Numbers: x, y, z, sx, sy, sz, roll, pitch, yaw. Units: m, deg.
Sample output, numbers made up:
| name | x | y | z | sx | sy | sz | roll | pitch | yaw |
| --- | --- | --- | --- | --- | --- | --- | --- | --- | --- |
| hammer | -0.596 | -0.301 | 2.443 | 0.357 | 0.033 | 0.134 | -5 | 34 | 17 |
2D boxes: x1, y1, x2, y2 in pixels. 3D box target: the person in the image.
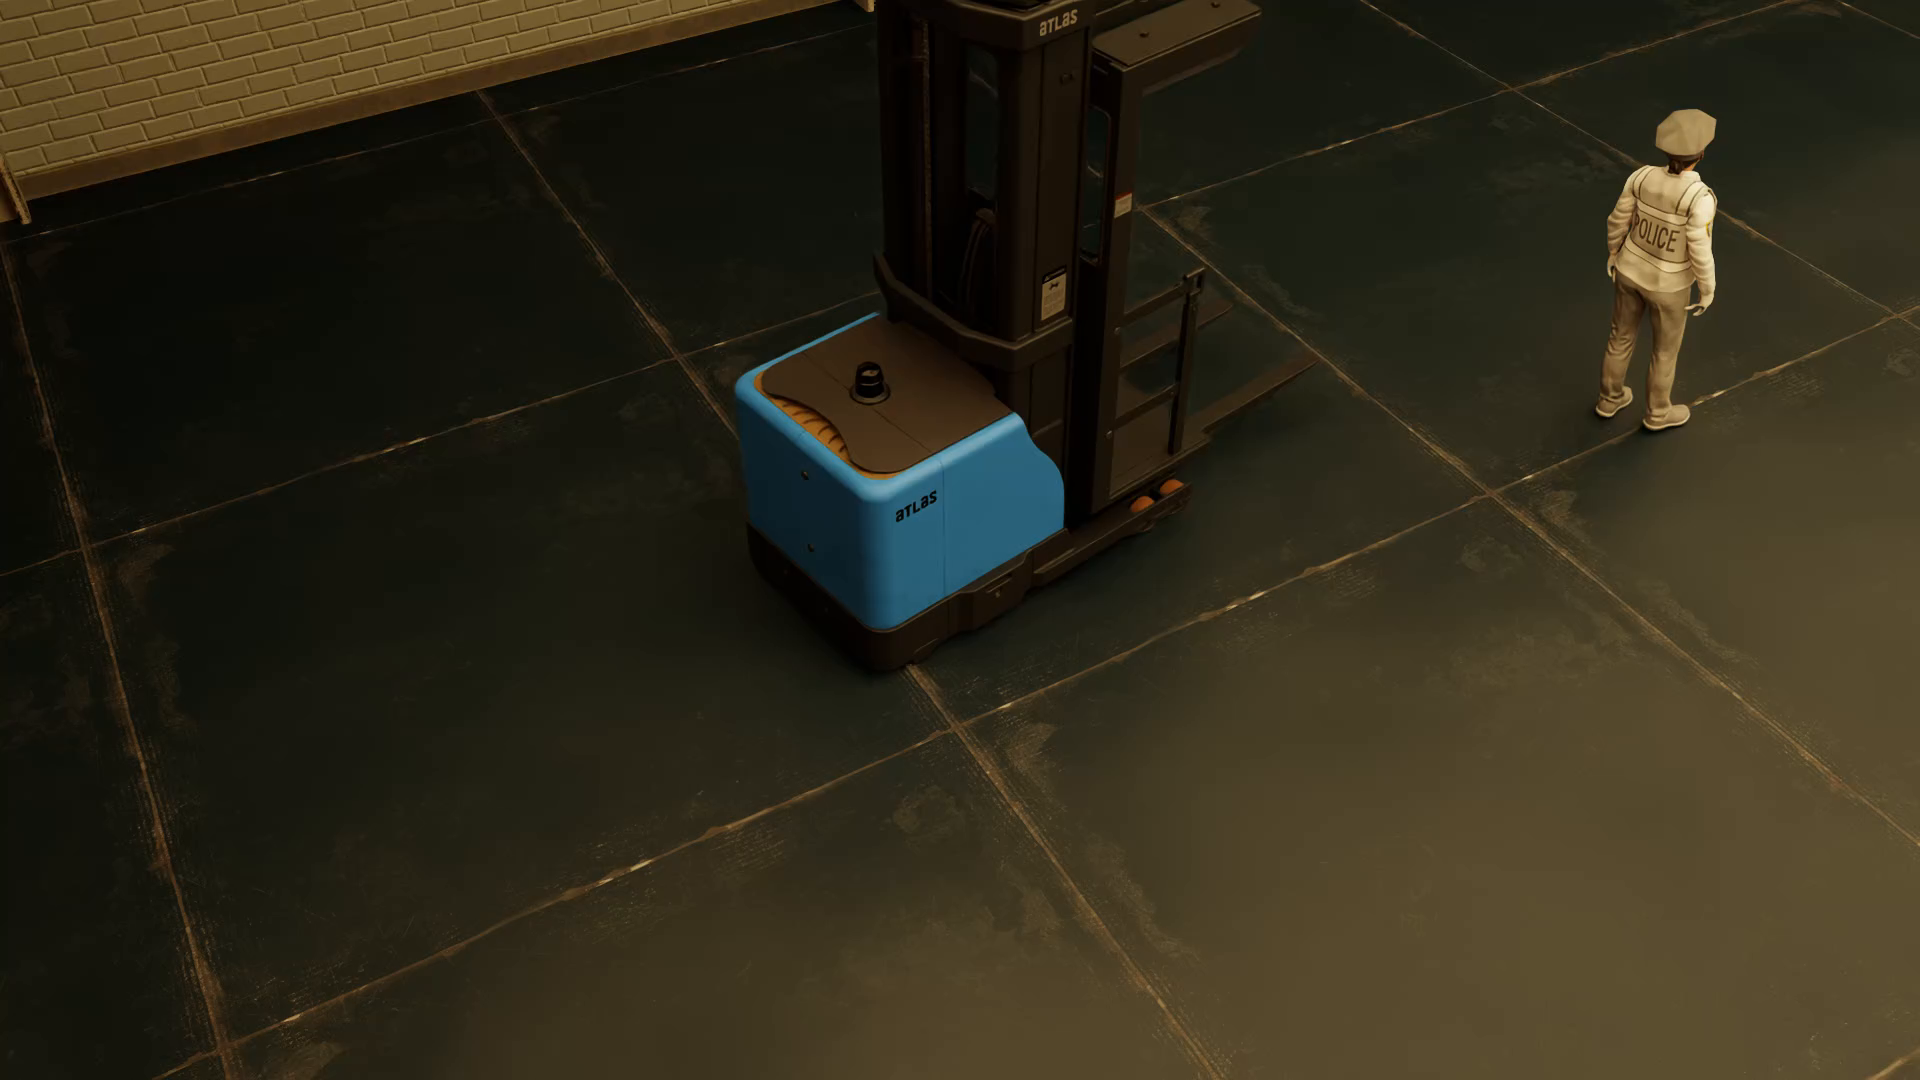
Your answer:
| name | x | y | z | sx | sy | sz | roll | pitch | yaw |
| --- | --- | --- | --- | --- | --- | --- | --- | --- | --- |
| person | 3.376 | -1.292 | 7.993 | 0.526 | 1.698 | 0.578 | -28 | 49 | -27 |

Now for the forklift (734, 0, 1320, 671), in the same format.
| name | x | y | z | sx | sy | sz | roll | pitch | yaw |
| --- | --- | --- | --- | --- | --- | --- | --- | --- | --- |
| forklift | 0.480 | -1.364 | 7.169 | 3.031 | 2.935 | 1.130 | -30 | 50 | -28 |
